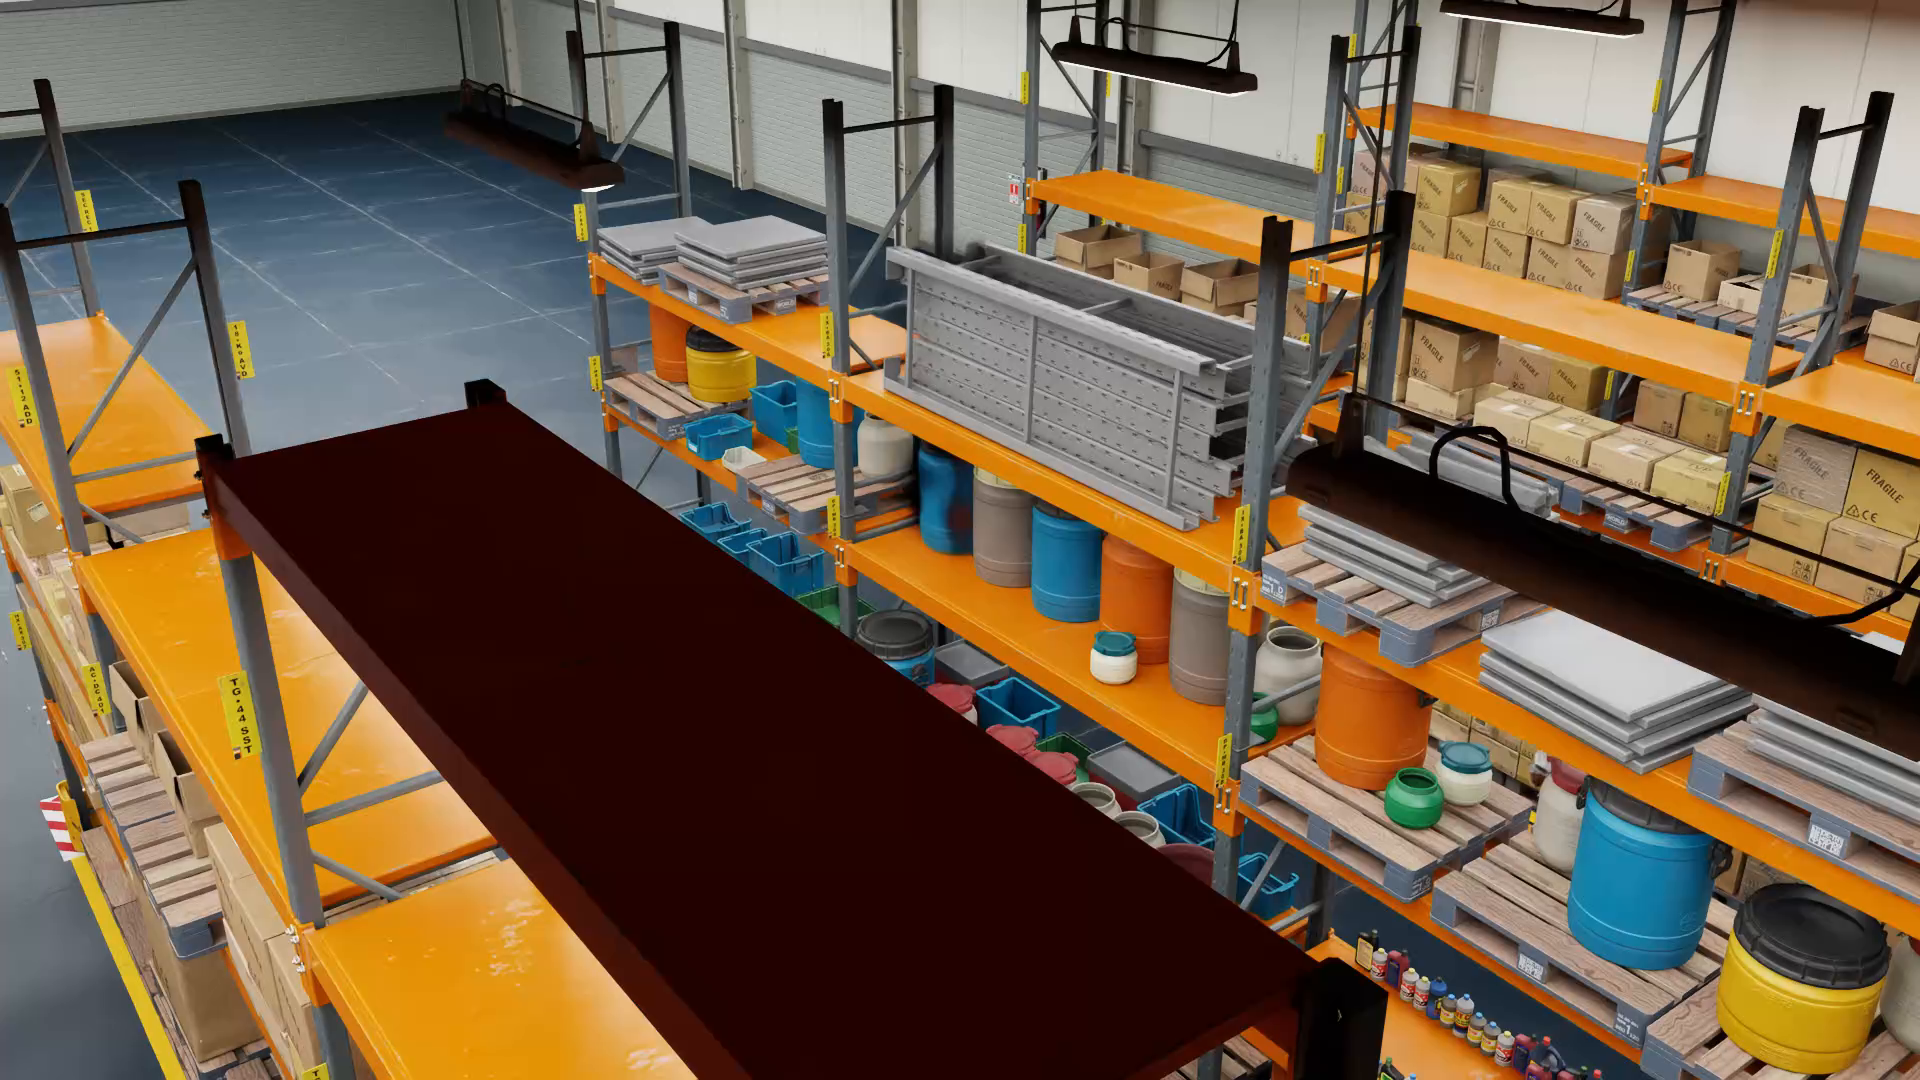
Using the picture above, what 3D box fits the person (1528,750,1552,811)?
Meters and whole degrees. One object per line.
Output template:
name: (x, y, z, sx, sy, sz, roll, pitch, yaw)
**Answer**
person: (4.473, 2.304, 11.991, 0.997, 1.499, 0.600, 15, 29, 29)
